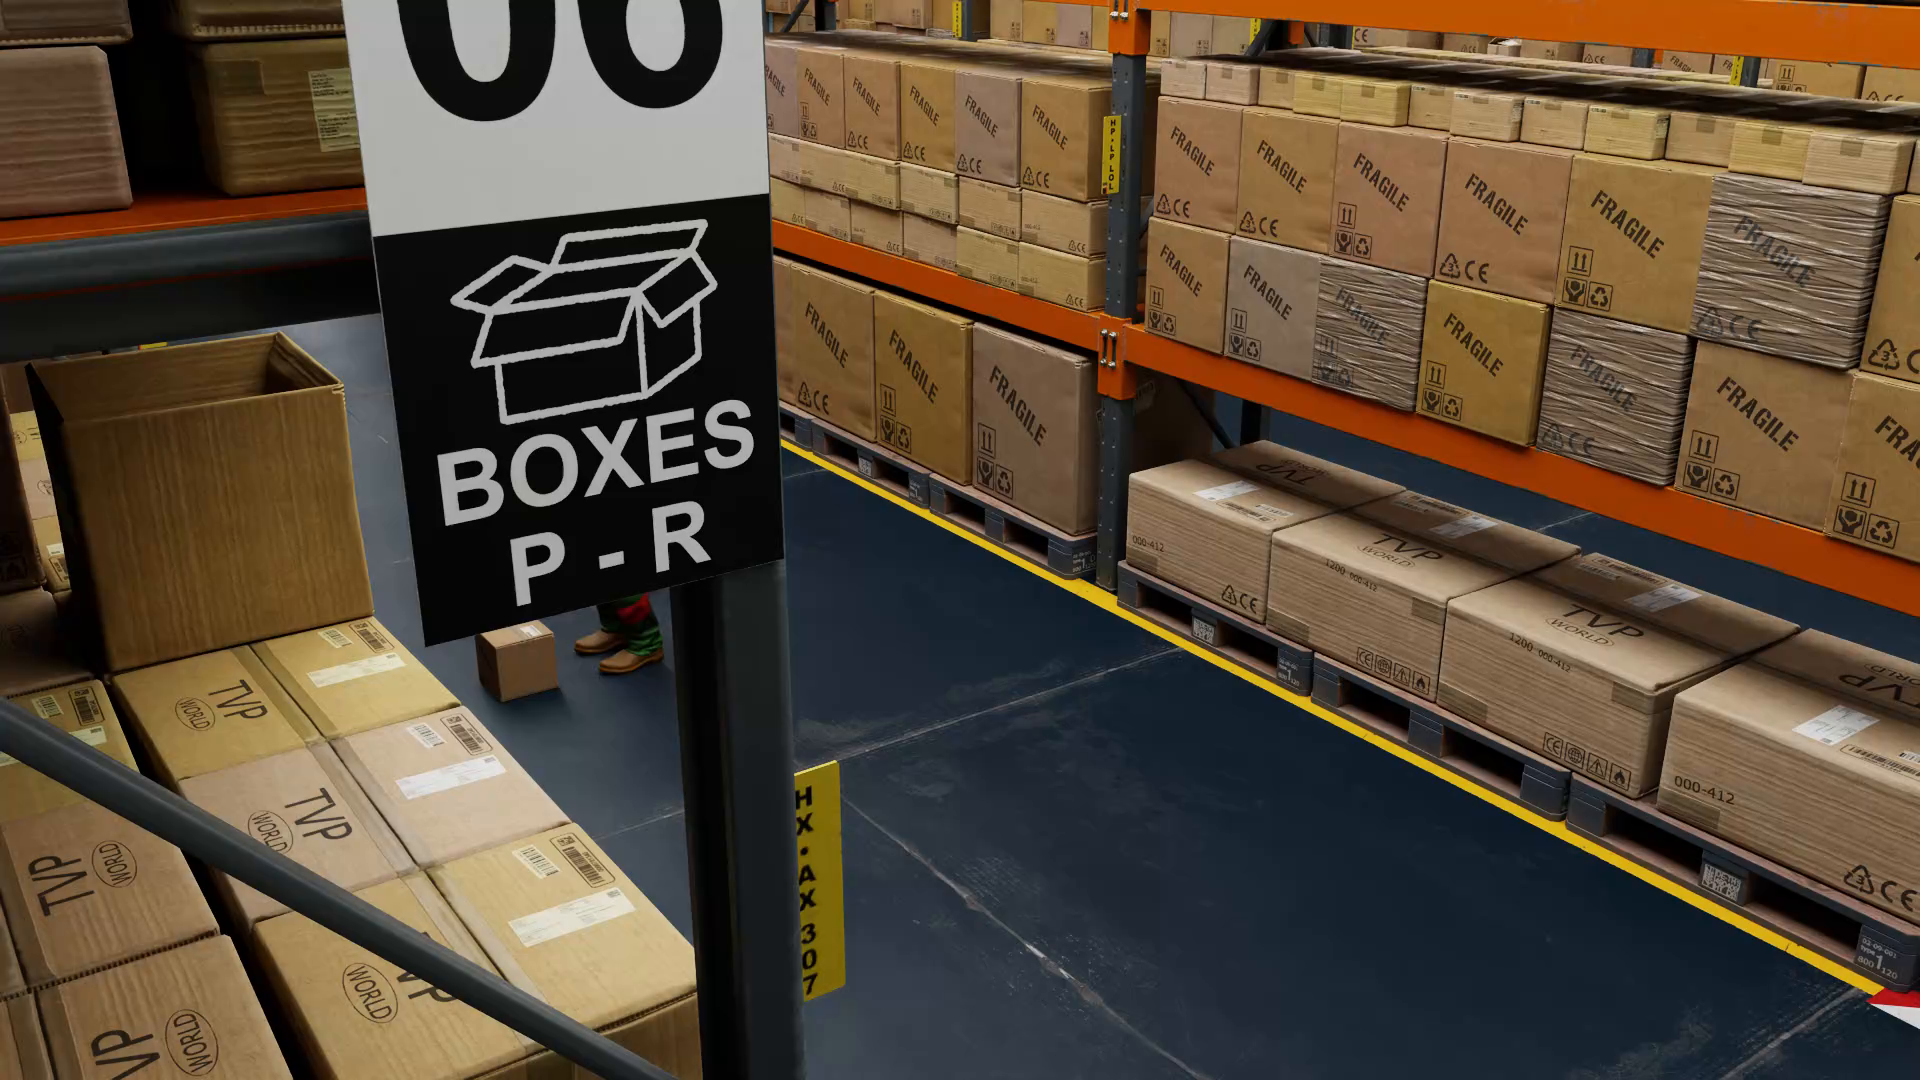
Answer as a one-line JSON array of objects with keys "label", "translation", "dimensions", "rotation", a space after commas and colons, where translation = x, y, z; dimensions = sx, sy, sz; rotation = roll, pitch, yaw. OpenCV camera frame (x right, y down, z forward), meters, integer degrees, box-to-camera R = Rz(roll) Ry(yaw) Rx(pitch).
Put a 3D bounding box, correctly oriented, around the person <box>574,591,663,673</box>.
[{"label": "person", "translation": [-1.626, -0.143, 6.853], "dimensions": [0.858, 1.472, 0.485], "rotation": [-15, 26, -34]}]
